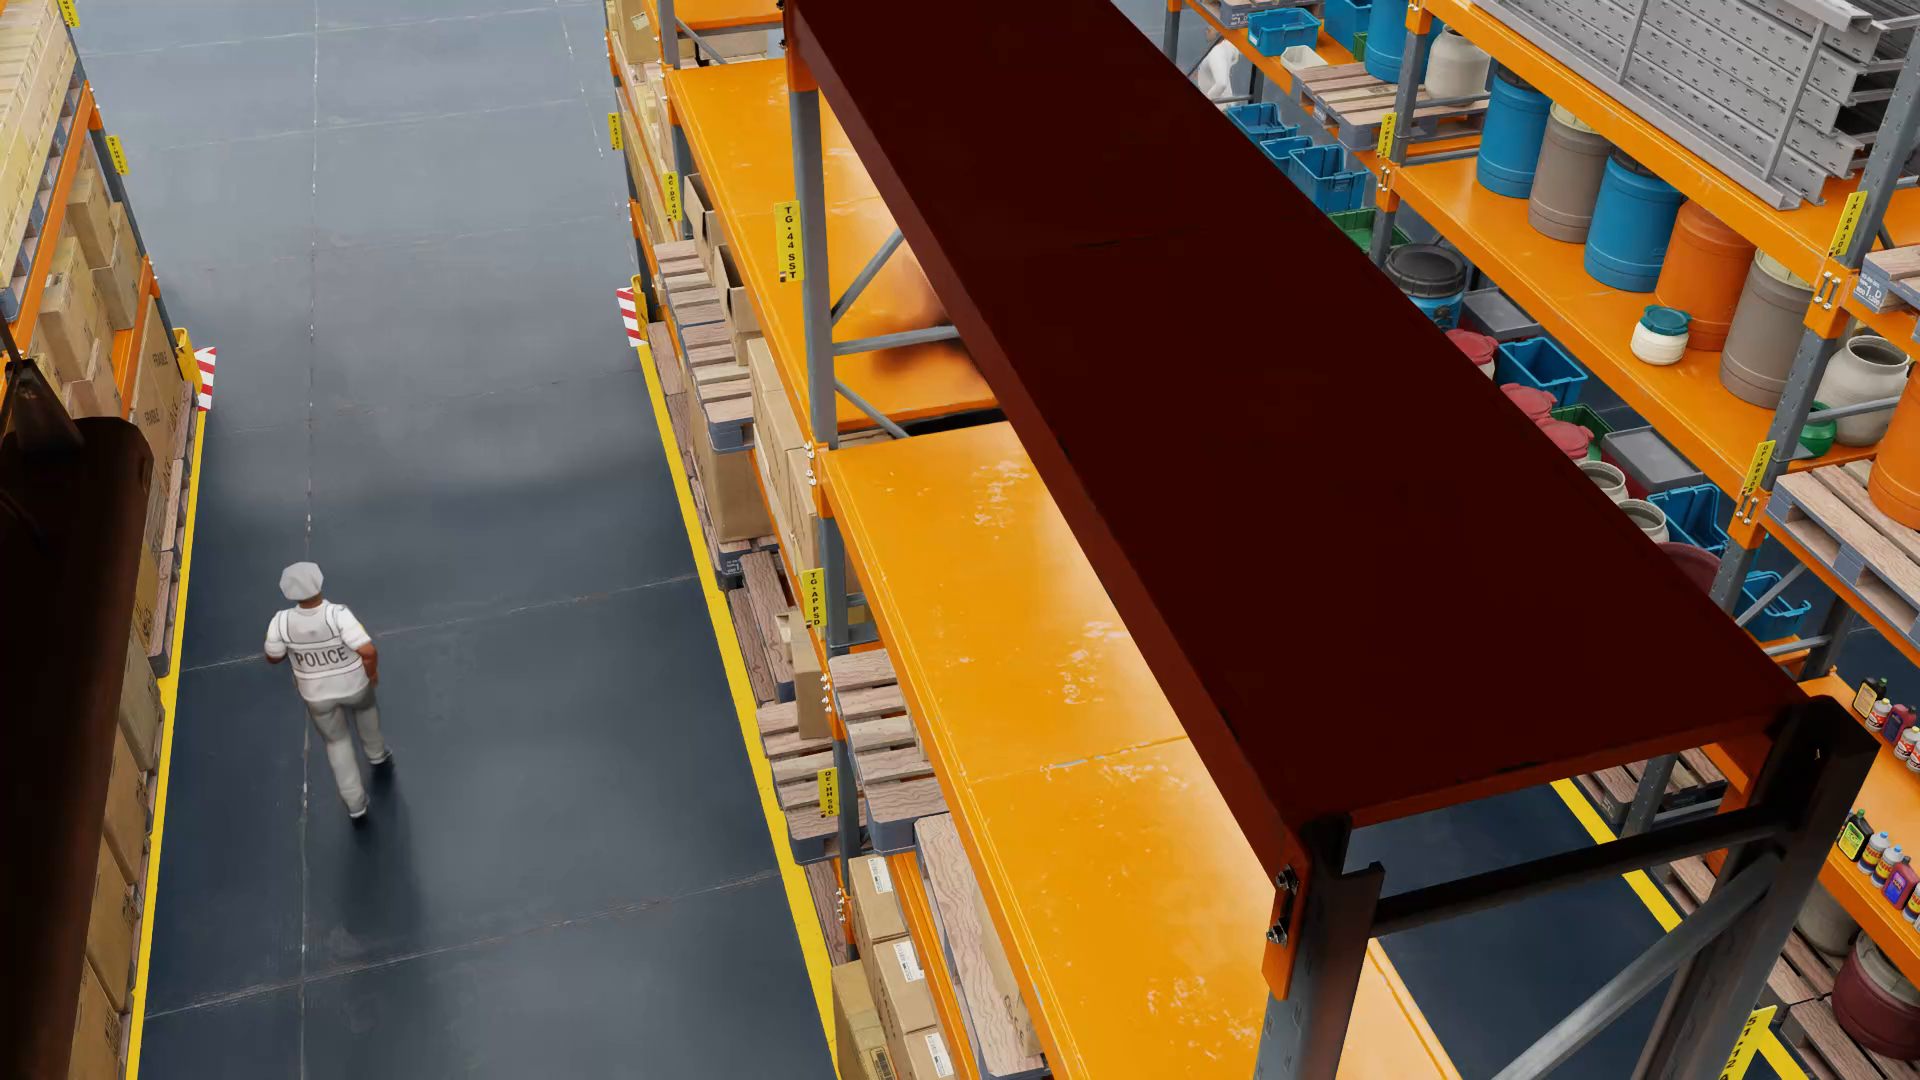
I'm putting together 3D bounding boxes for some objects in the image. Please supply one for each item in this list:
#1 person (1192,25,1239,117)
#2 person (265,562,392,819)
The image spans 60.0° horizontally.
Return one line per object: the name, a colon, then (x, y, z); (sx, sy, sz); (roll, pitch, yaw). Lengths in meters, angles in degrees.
person: (2.576, -4.505, 17.082); (1.016, 1.772, 0.762); (23, 44, 26)
person: (-3.864, 0.915, 10.263); (0.645, 1.842, 0.799); (-13, 40, -16)
